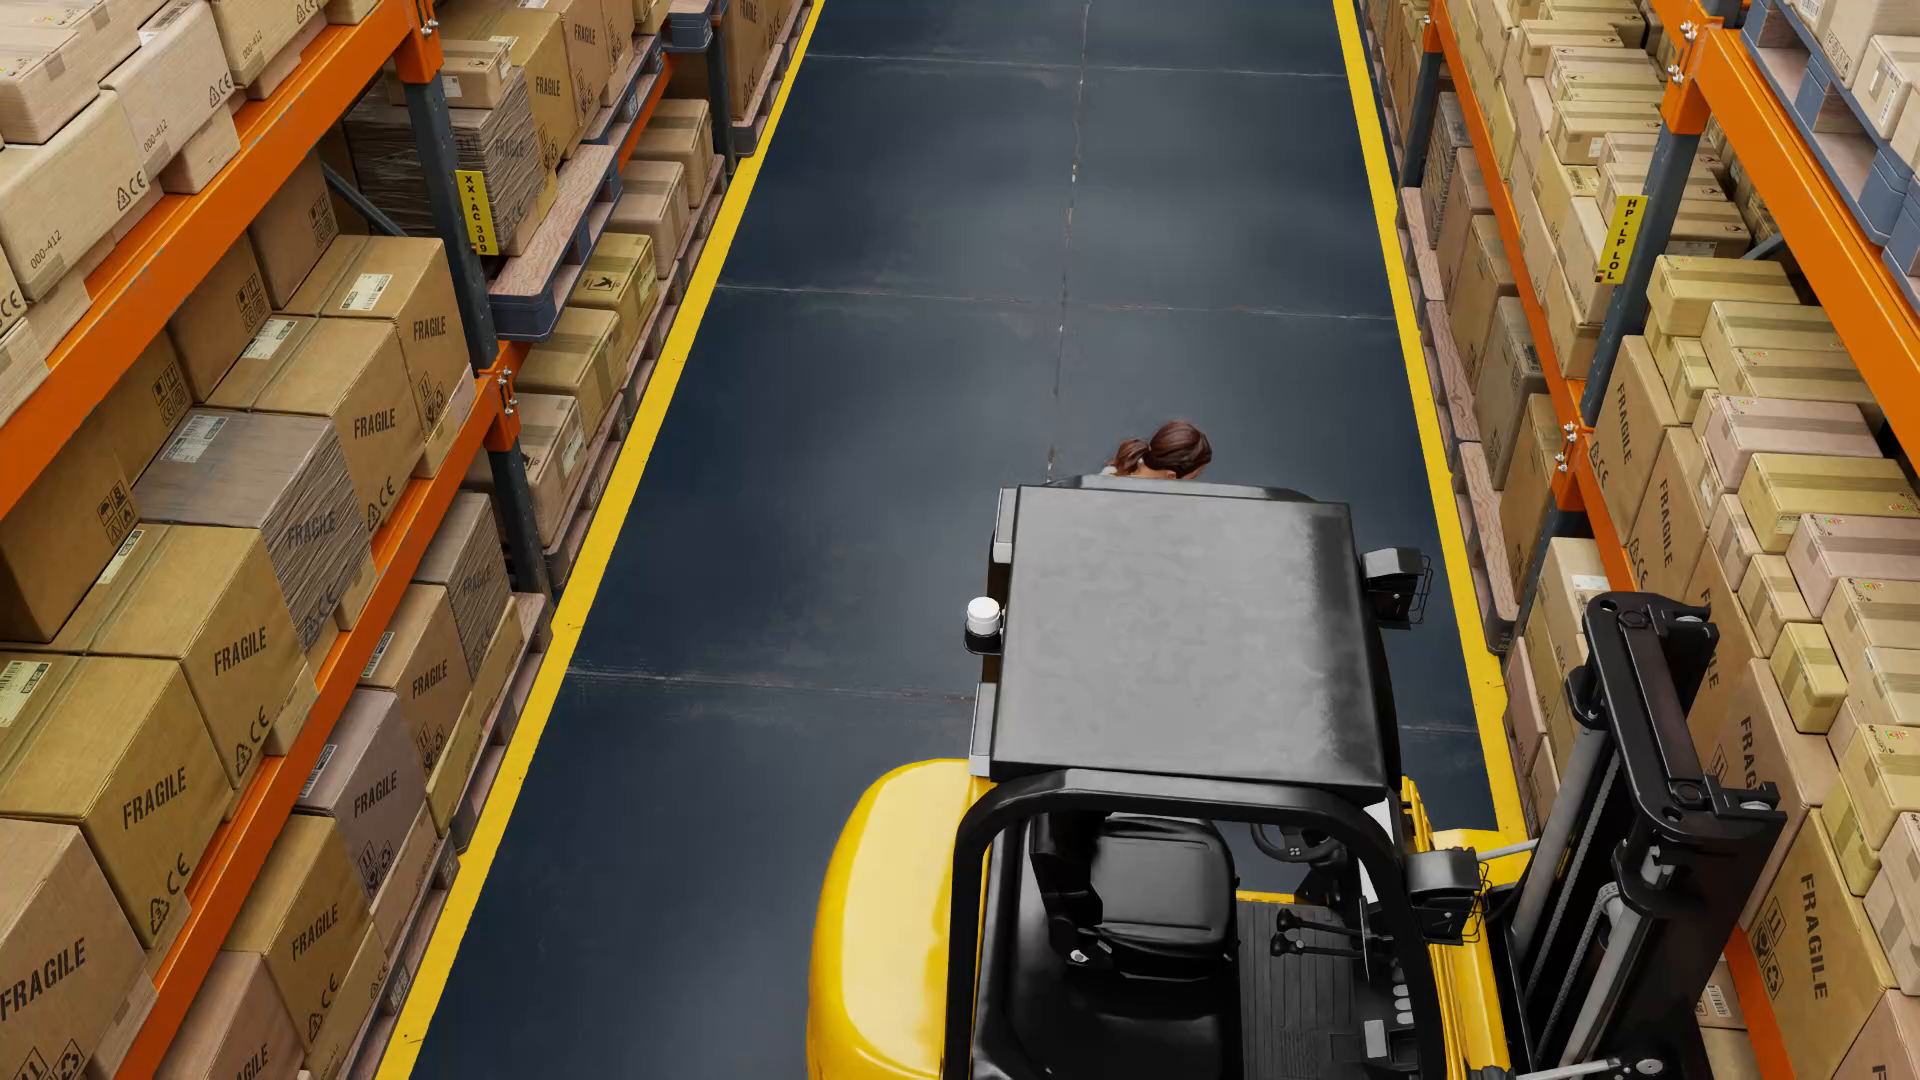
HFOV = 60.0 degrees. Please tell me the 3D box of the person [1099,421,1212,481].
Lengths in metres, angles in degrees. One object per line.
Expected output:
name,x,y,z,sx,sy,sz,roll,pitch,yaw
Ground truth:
person,0.599,0.285,6.075,0.489,1.356,0.478,4,40,5
